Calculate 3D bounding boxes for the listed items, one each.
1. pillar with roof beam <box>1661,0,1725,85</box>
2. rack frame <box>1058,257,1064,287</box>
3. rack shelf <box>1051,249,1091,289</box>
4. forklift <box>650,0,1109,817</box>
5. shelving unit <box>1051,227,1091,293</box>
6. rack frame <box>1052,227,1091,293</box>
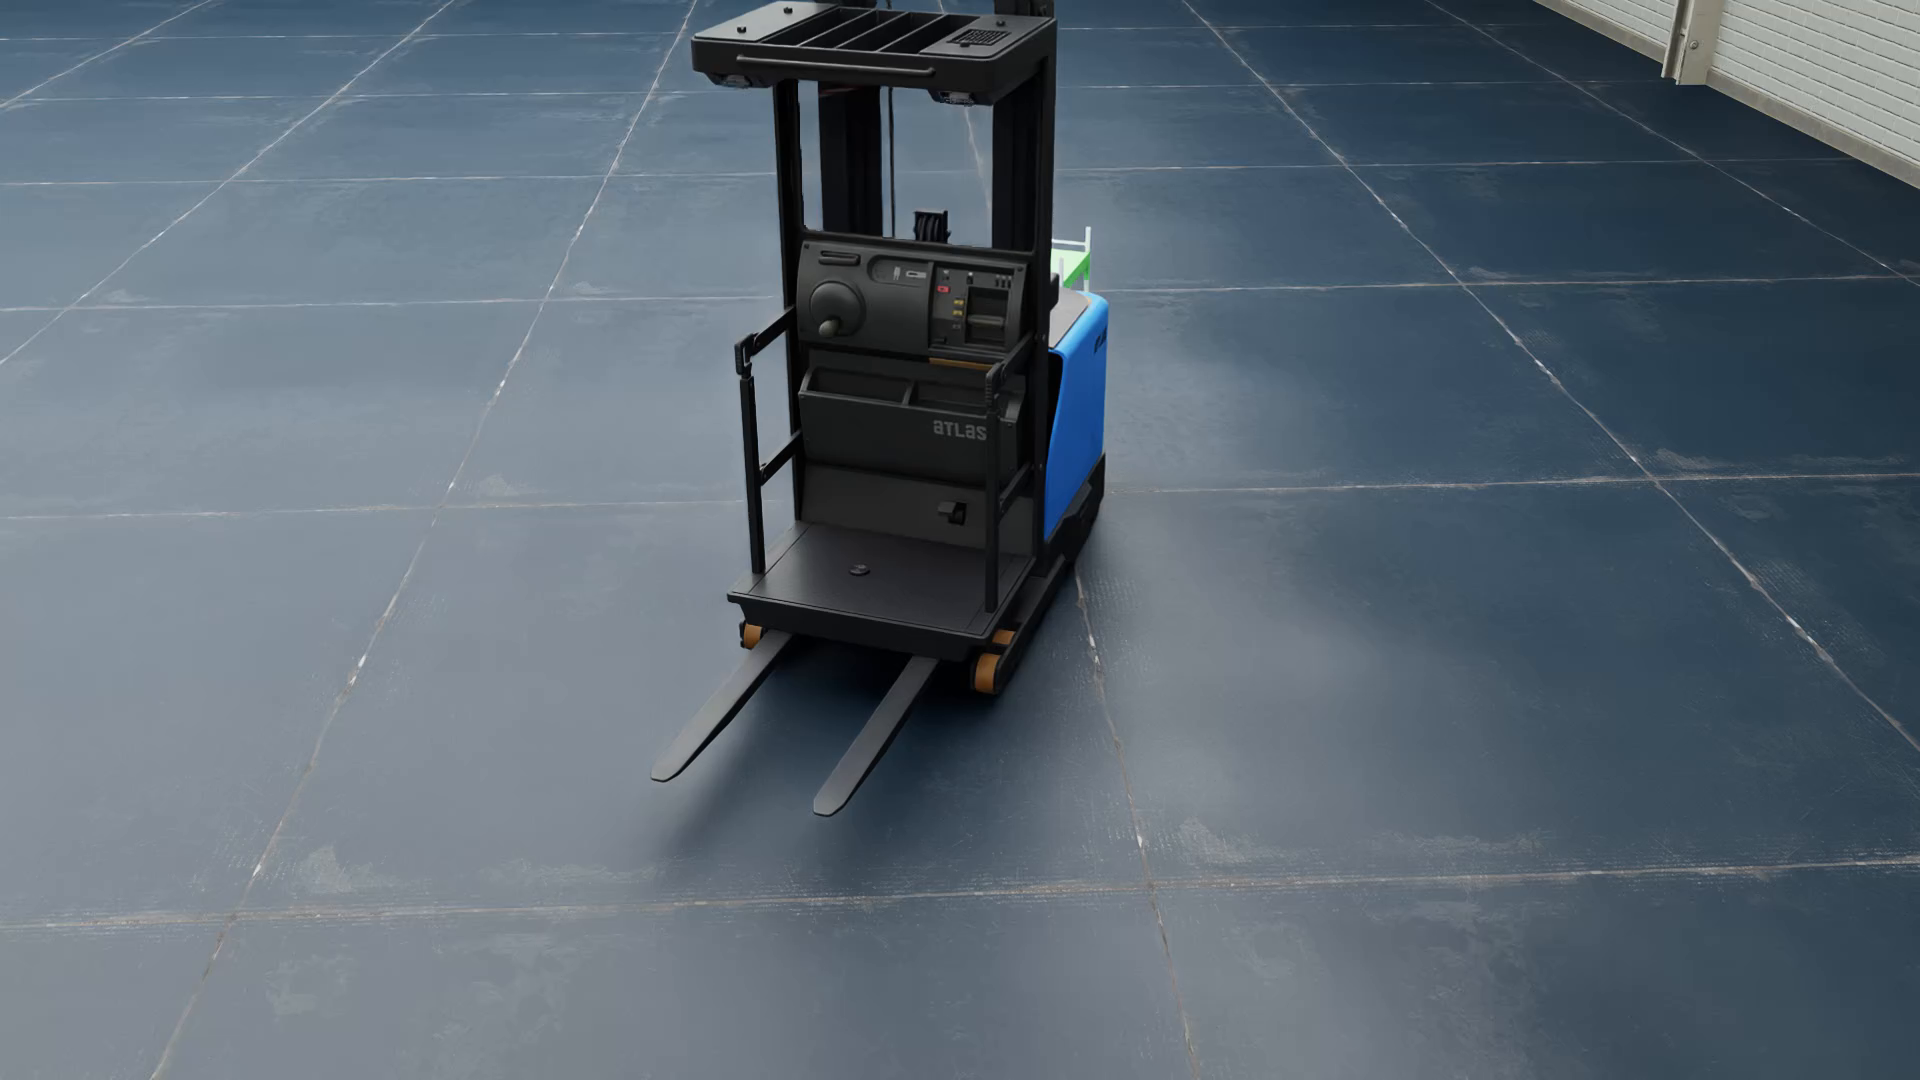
[{"bbox_3d":[2.885,-8.444,14.210,9.100,9.000,0.400,-1,28,-3],"label":"pillar with roof beam"},{"bbox_3d":[0.363,-0.783,7.954,0.240,1.200,0.015,9,29,16],"label":"rack frame"},{"bbox_3d":[0.441,-1.259,7.967,0.258,0.148,0.480,9,29,16],"label":"rack shelf"},{"bbox_3d":[-0.263,-0.899,6.304,1.130,2.935,3.031,9,29,17],"label":"forklift"},{"bbox_3d":[0.441,-0.890,8.159,0.258,1.200,0.503,9,29,16],"label":"shelving unit"},{"bbox_3d":[0.519,-0.997,8.364,0.240,1.200,0.015,9,29,16],"label":"rack frame"}]
